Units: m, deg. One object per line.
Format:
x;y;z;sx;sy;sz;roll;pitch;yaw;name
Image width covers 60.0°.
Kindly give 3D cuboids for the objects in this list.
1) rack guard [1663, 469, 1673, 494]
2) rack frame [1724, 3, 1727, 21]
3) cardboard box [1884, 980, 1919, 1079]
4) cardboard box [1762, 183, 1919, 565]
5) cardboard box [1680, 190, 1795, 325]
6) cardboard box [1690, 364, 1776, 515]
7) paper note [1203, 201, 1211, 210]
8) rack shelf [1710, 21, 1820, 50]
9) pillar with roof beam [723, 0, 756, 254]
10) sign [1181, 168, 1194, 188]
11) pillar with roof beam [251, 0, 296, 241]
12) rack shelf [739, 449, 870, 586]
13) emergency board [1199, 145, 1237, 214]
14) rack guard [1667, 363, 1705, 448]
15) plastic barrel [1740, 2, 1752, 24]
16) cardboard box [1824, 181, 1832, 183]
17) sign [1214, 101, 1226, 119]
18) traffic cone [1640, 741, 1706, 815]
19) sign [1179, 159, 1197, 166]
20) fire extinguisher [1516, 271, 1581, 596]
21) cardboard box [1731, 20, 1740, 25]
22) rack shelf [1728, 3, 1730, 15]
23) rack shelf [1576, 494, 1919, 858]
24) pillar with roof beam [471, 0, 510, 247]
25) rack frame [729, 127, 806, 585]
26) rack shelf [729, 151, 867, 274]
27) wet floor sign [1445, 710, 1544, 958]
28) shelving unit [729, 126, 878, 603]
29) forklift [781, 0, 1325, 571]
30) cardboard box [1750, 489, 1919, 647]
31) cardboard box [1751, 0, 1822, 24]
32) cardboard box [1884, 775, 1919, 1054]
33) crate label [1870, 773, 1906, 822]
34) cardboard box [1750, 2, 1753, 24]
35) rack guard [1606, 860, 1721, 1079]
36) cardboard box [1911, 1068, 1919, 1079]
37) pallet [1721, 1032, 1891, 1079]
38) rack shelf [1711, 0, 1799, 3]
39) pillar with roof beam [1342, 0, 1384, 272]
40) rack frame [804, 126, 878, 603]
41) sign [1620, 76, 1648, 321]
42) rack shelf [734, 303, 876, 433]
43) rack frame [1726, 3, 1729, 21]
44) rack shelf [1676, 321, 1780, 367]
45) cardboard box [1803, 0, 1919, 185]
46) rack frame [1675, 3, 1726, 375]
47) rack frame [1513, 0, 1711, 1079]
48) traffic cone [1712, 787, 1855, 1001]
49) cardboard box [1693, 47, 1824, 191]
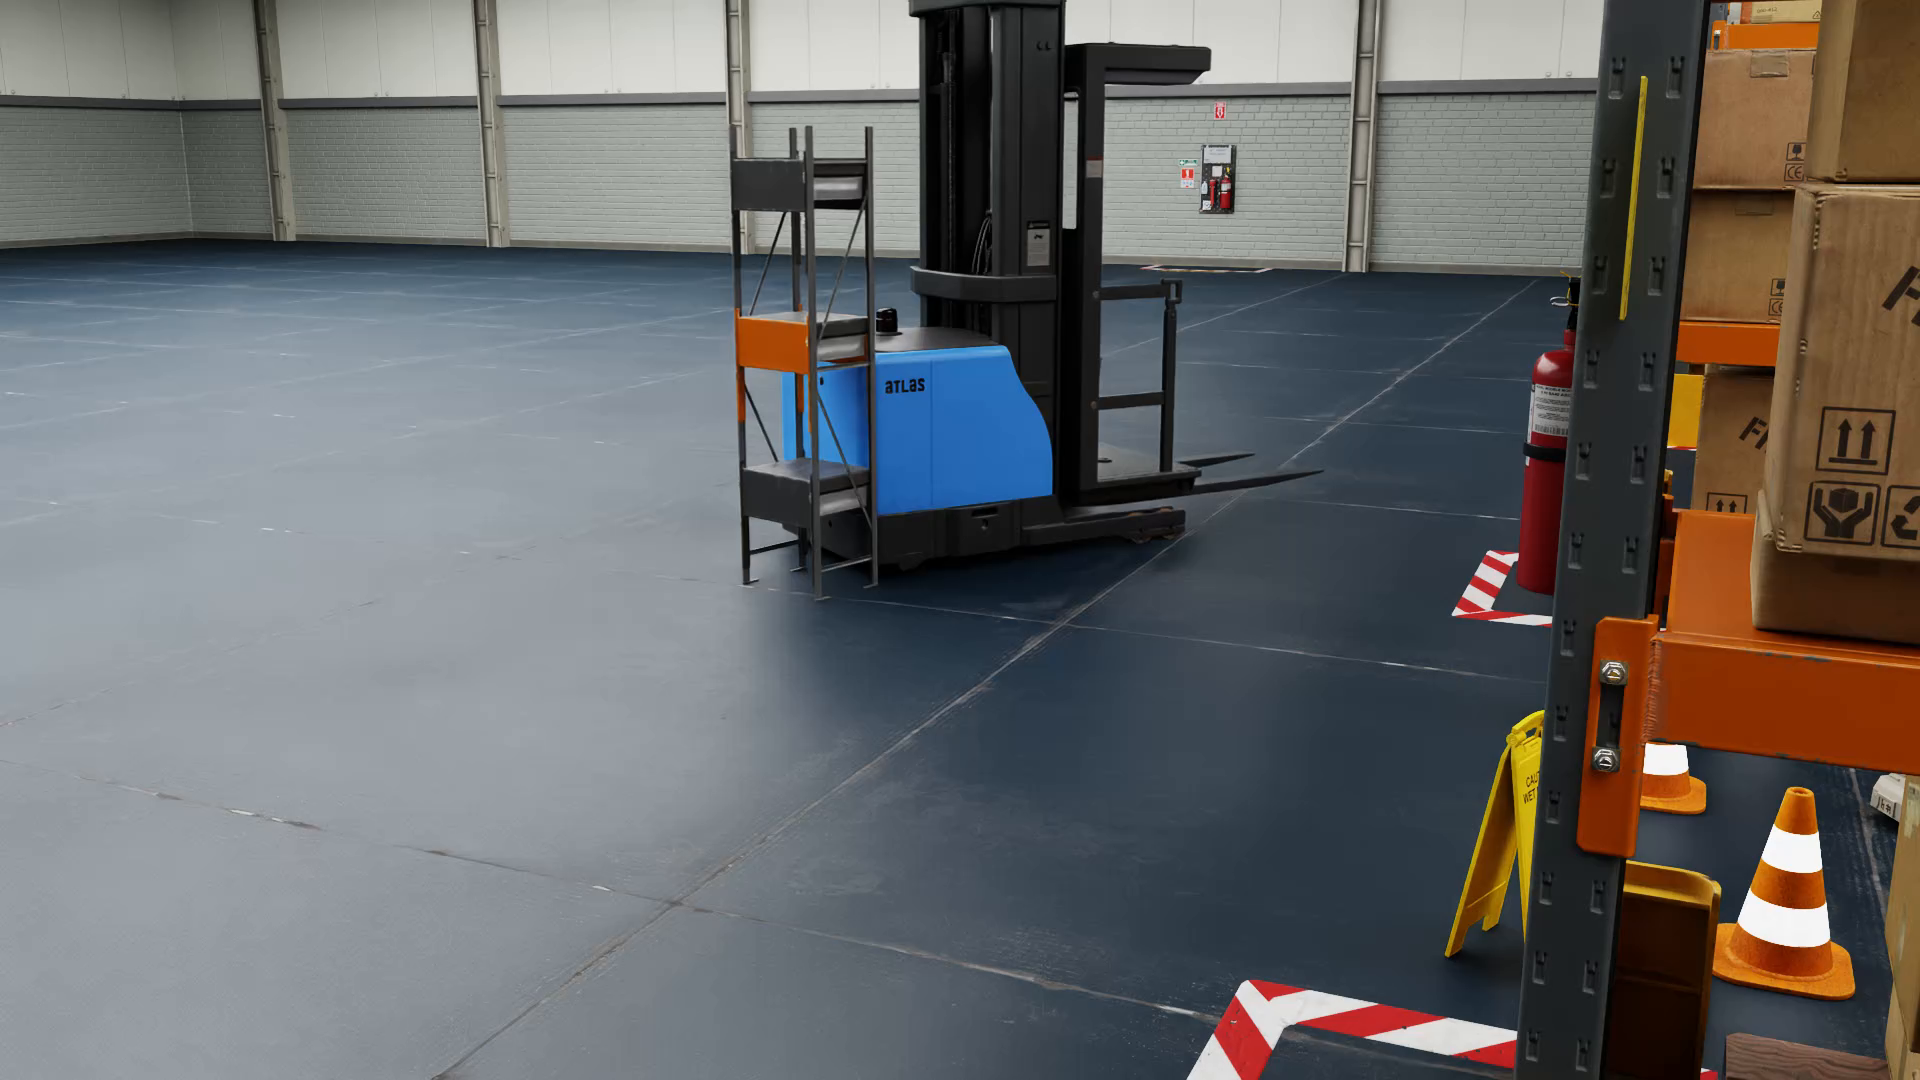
3.041;0.009;7.621;0.348;0.500;1.175;6;14;23;rack guard
7.171;-6.187;15.424;0.127;3.000;1.000;6;14;23;rack frame
2.021;0.993;3.057;0.500;0.250;0.500;6;14;23;cardboard box
1.471;-0.254;2.401;0.500;0.500;0.500;6;14;22;cardboard box
3.421;-1.254;7.202;0.550;0.550;0.875;6;14;23;cardboard box
3.710;-0.326;7.312;0.875;0.875;0.875;6;14;24;cardboard box
4.310;-5.845;29.028;0.142;0.148;0.016;6;14;23;paper note
6.993;-3.157;10.652;4.000;0.370;1.077;6;14;23;rack shelf
-6.027;-9.139;28.002;0.400;9.000;9.100;6;14;23;pillar with roof beam
3.980;-6.334;29.102;0.234;0.329;0.001;6;14;23;sign
-16.999;-10.249;32.734;0.400;9.000;9.100;6;14;23;pillar with roof beam
-0.707;-0.114;7.769;0.480;0.518;0.431;11;17;40;rack shelf
4.444;-6.243;28.796;0.643;1.169;0.194;6;14;23;emergency board
5.234;-1.008;11.956;0.348;0.500;1.175;6;14;23;rack guard
7.666;-5.122;15.591;0.708;0.830;0.600;6;14;23;plastic barrel
1.758;-0.363;2.865;0.500;0.500;0.500;6;14;22;cardboard box
4.477;-7.394;28.623;0.199;0.298;0.001;6;14;23;sign
2.205;0.580;5.270;0.334;0.463;0.336;6;14;23;traffic cone
3.981;-6.589;29.032;0.331;0.109;0.001;6;14;23;sign
1.233;-0.231;3.344;0.183;0.674;0.296;6;14;23;fire extinguisher
11.437;-7.255;24.089;0.500;0.500;0.500;5;14;19;cardboard box
13.012;-7.720;23.536;4.000;0.370;1.077;6;14;23;rack shelf
2.979;0.373;2.173;4.000;0.370;1.077;6;14;23;rack shelf
-11.513;-9.694;30.368;0.400;9.000;9.100;6;14;23;pillar with roof beam
-0.891;-0.846;7.763;0.015;2.100;0.400;11;17;40;rack frame
-0.707;-1.477;7.449;0.480;0.518;0.431;11;17;40;rack shelf
1.410;0.743;4.176;0.232;0.644;0.267;12;18;42;wet floor sign
-0.707;-0.809;7.606;0.503;2.100;0.431;11;17;40;shelving unit
0.604;-1.503;8.743;3.031;2.935;1.130;-7;15;-29;forklift
1.377;0.035;2.590;0.250;0.149;0.380;6;14;23;cardboard box
5.500;-3.521;10.955;0.500;0.250;0.500;6;15;25;cardboard box
1.989;0.627;2.976;0.500;0.500;0.500;6;14;24;cardboard box
2.949;0.798;5.053;0.298;0.136;0.250;-1;13;-6;crate label
5.708;-3.628;11.411;0.500;0.250;0.500;6;15;25;cardboard box
1.220;1.062;3.135;0.348;0.500;1.175;6;14;23;rack guard
1.776;1.104;2.581;0.500;0.250;0.500;6;14;23;cardboard box
1.949;1.285;2.816;1.213;0.211;1.003;6;14;23;pallet
4.892;-2.130;6.276;4.000;0.370;1.077;6;14;23;rack shelf
4.944;-8.028;23.270;0.400;9.000;9.100;6;14;23;pillar with roof beam
-0.524;-0.772;7.449;0.015;2.100;0.400;11;17;40;rack frame
0.931;-0.470;2.298;0.005;0.325;0.100;6;14;23;sign
-0.707;-0.796;7.609;0.480;0.518;0.431;11;17;40;rack shelf
9.180;-7.221;19.832;0.127;3.000;1.000;6;14;23;rack frame
4.892;-0.670;6.619;4.000;0.370;1.077;6;14;23;rack shelf
1.706;-0.841;2.713;0.500;0.500;0.700;5;14;22;cardboard box
5.165;-2.232;11.701;0.127;3.000;1.000;6;14;23;rack frame
1.151;-0.162;2.880;0.127;3.000;1.000;6;14;23;rack frame
2.066;0.843;4.148;0.334;0.463;0.336;6;14;23;traffic cone
3.387;-1.762;7.004;0.550;0.550;0.875;6;14;23;cardboard box
